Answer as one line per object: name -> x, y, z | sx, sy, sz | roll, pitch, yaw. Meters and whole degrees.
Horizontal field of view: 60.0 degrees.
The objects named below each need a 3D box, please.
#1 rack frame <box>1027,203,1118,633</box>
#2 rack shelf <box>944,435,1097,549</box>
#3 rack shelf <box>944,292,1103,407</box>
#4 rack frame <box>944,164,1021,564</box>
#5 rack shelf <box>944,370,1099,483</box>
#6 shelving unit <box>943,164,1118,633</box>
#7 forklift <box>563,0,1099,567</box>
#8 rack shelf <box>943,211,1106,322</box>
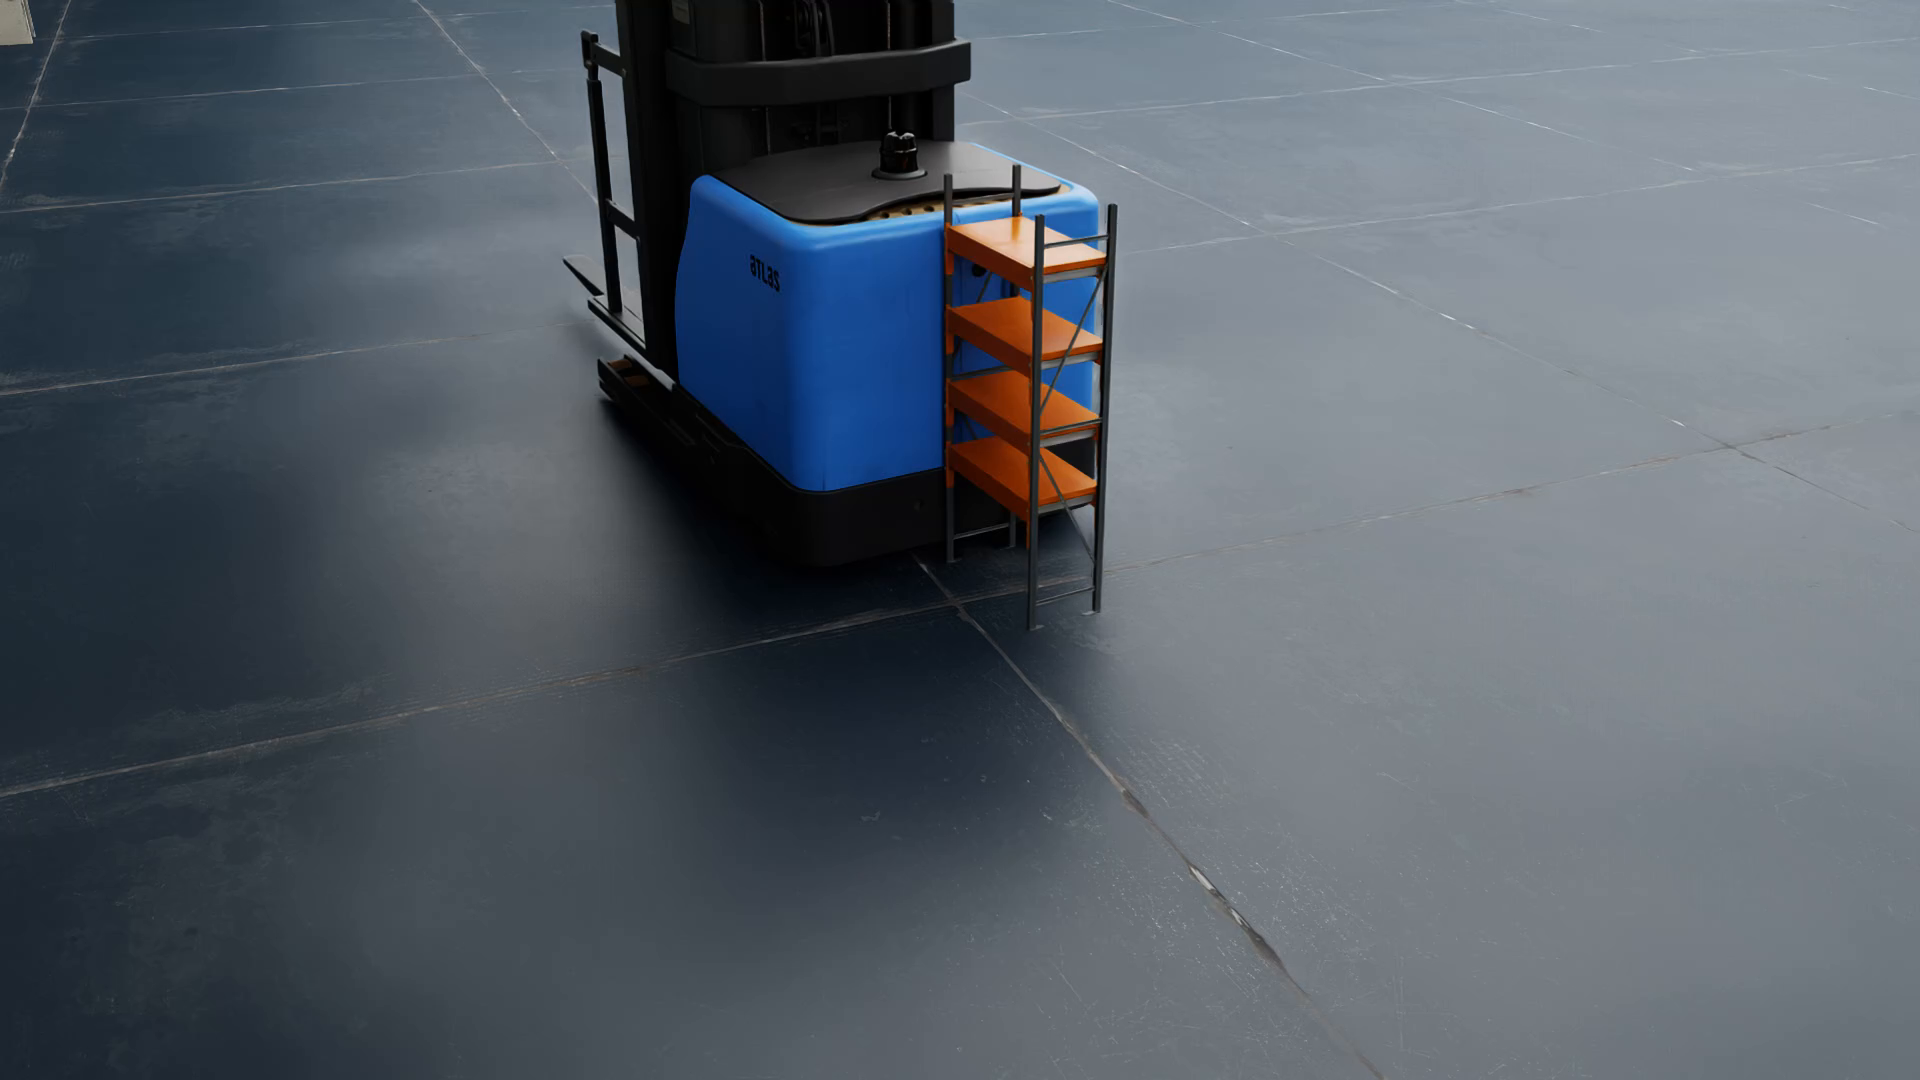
rack frame -> 0.298, -0.304, 4.506 | 0.240, 1.200, 0.015 | -13, 29, -26
rack shelf -> 0.181, -0.159, 4.815 | 0.258, 0.148, 0.480 | -13, 29, -26
rack shelf -> 0.181, -0.539, 4.629 | 0.258, 0.148, 0.480 | -13, 29, -26
rack frame -> 0.064, -0.492, 4.890 | 0.240, 1.200, 0.015 | -13, 29, -26
rack shelf -> 0.181, -0.338, 4.727 | 0.258, 0.148, 0.480 | -13, 29, -26
shelving unit -> 0.181, -0.398, 4.698 | 0.258, 1.200, 0.503 | -13, 29, -26
forklift -> -0.717, -1.848, 5.694 | 1.130, 2.935, 3.031 | -13, 29, -26
rack shelf -> 0.181, -0.751, 4.526 | 0.258, 0.148, 0.480 | -13, 29, -26
